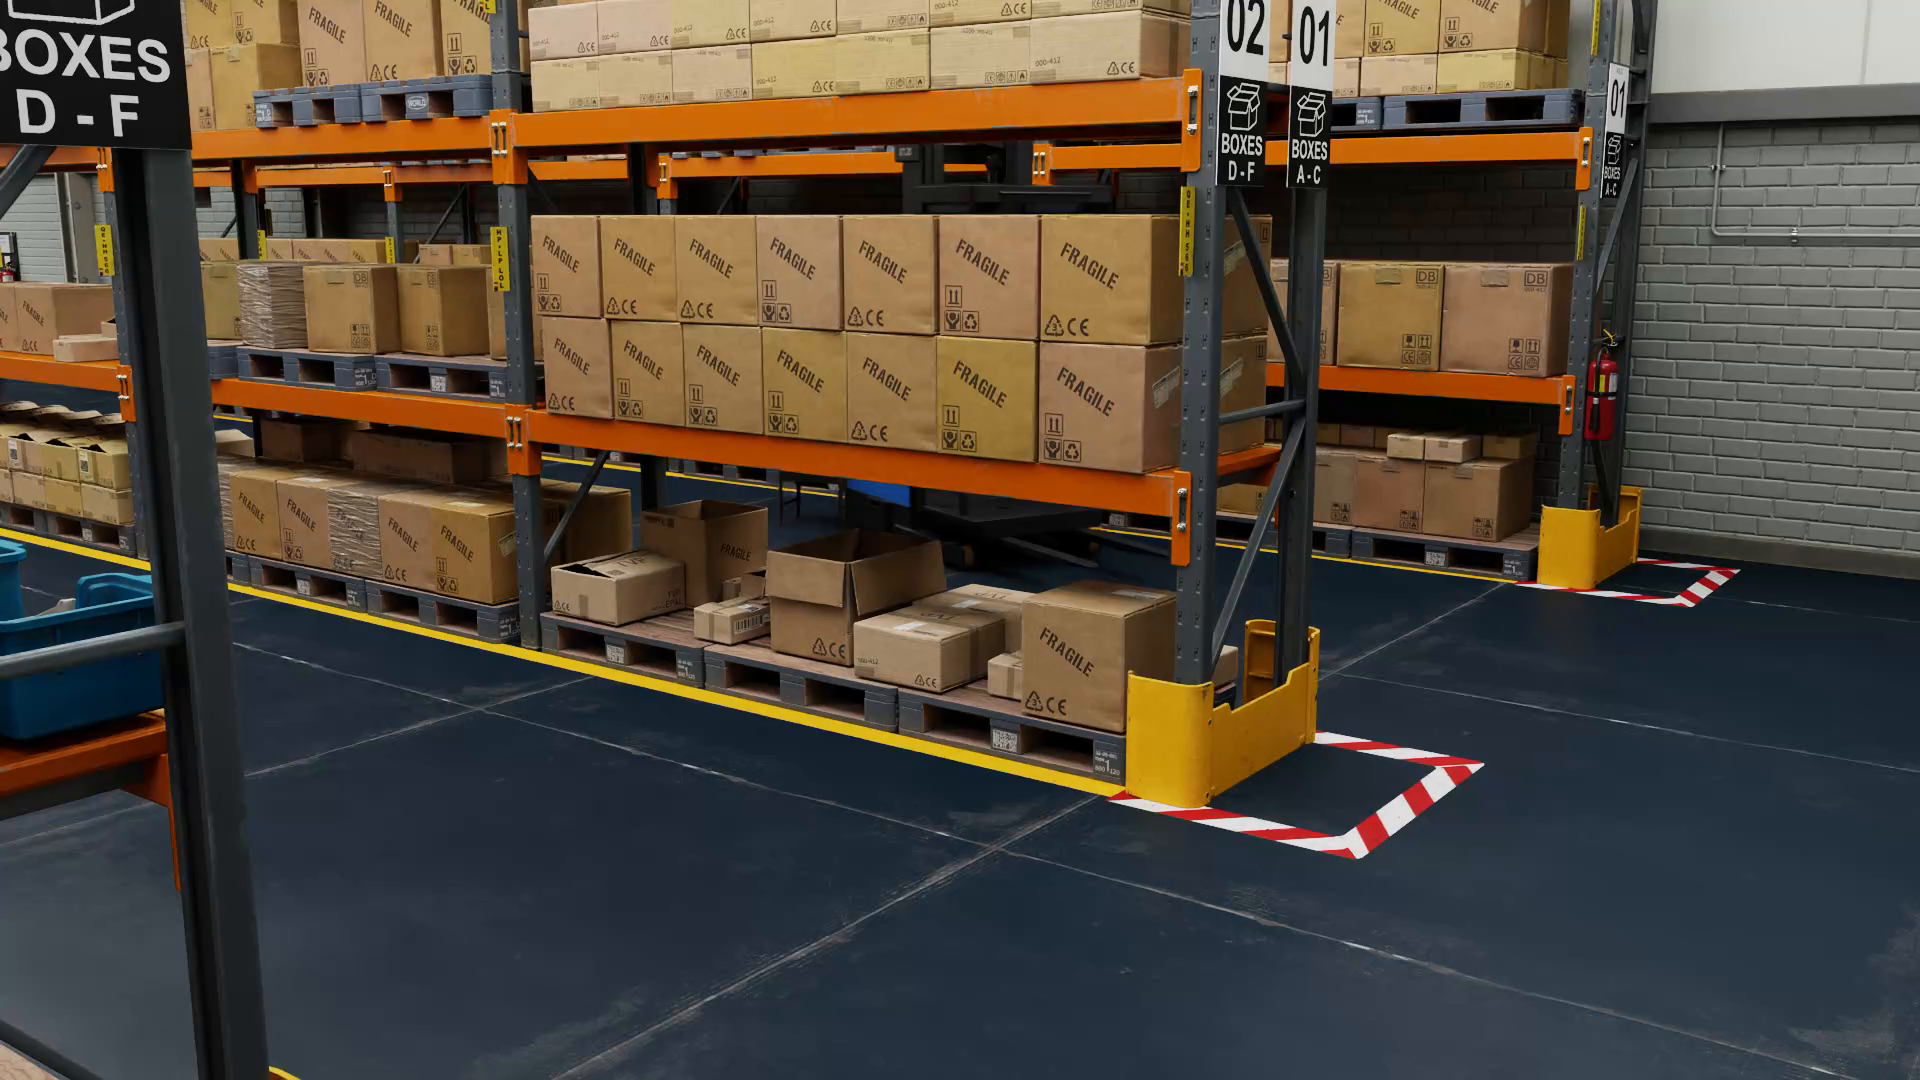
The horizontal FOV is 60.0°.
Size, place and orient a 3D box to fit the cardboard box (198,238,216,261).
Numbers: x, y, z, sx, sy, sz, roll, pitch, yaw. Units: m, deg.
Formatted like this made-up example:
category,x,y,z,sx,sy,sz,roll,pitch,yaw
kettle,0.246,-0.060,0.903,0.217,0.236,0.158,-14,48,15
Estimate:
category,x,y,z,sx,sy,sz,roll,pitch,yaw
cardboard box,-8.570,-3.271,19.406,0.500,0.500,0.500,8,14,36

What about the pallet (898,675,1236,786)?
category,x,y,z,sx,sy,sz,roll,pitch,yaw
pallet,0.486,0.763,7.531,1.213,0.211,1.003,8,13,36

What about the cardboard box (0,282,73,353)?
category,x,y,z,sx,sy,sz,roll,pitch,yaw
cardboard box,-7.044,-1.702,12.667,0.500,0.500,0.500,8,14,36

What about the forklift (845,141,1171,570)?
category,x,y,z,sx,sy,sz,roll,pitch,yaw
forklift,0.317,-1.336,11.221,1.130,2.935,3.031,-6,13,-30

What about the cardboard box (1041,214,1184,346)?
category,x,y,z,sx,sy,sz,roll,pitch,yaw
cardboard box,0.669,-1.056,6.696,0.500,0.500,0.500,8,13,35

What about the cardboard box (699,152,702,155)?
category,x,y,z,sx,sy,sz,roll,pitch,yaw
cardboard box,-2.773,-3.814,15.635,0.500,0.500,0.500,8,14,36

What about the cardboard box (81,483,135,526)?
category,x,y,z,sx,sy,sz,roll,pitch,yaw
cardboard box,-5.826,-0.286,11.743,0.500,0.250,0.500,8,14,37

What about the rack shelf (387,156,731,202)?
category,x,y,z,sx,sy,sz,roll,pitch,yaw
rack shelf,-3.940,-3.511,16.277,4.000,0.370,1.077,8,13,36

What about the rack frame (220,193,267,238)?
category,x,y,z,sx,sy,sz,roll,pitch,yaw
rack frame,-8.776,-3.066,19.980,0.127,3.000,1.000,8,13,36

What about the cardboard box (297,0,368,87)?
category,x,y,z,sx,sy,sz,roll,pitch,yaw
cardboard box,-3.473,-2.952,9.864,0.600,0.600,0.600,7,13,33

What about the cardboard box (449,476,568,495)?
category,x,y,z,sx,sy,sz,roll,pitch,yaw
cardboard box,-2.716,-0.097,10.055,0.500,0.500,0.500,8,14,36

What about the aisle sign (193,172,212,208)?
category,x,y,z,sx,sy,sz,roll,pitch,yaw
aisle sign,-9.012,-4.304,19.538,0.004,0.787,0.394,8,13,36

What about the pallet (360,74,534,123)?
category,x,y,z,sx,sy,sz,roll,pitch,yaw
pallet,-2.518,-2.422,9.252,1.003,0.211,1.213,8,13,36

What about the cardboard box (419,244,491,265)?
category,x,y,z,sx,sy,sz,roll,pitch,yaw
cardboard box,-5.162,-2.819,17.281,0.500,0.500,0.700,8,14,36

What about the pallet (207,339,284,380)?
category,x,y,z,sx,sy,sz,roll,pitch,yaw
pallet,-4.670,-1.248,11.089,1.003,0.211,1.213,8,13,36

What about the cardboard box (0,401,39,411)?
category,x,y,z,sx,sy,sz,roll,pitch,yaw
cardboard box,-7.985,-0.987,13.893,0.500,0.311,0.500,8,13,36

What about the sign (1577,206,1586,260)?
category,x,y,z,sx,sy,sz,roll,pitch,yaw
sign,3.787,-1.870,10.128,0.005,0.325,0.100,8,13,36

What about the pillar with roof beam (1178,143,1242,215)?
category,x,y,z,sx,sy,sz,roll,pitch,yaw
pillar with roof beam,-0.576,-4.057,9.308,0.400,9.000,9.100,8,13,36

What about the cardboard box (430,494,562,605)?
category,x,y,z,sx,sy,sz,roll,pitch,yaw
cardboard box,-2.601,0.042,9.340,0.500,0.500,0.500,8,13,35

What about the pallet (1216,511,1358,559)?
category,x,y,z,sx,sy,sz,roll,pitch,yaw
pallet,2.450,-0.113,12.059,1.213,0.211,1.003,8,13,36

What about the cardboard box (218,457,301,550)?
category,x,y,z,sx,sy,sz,roll,pitch,yaw
cardboard box,-4.634,-0.244,10.814,0.500,0.500,0.500,7,13,33

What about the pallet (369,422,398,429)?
category,x,y,z,sx,sy,sz,roll,pitch,yaw
pallet,-6.115,-1.317,18.283,1.213,0.211,1.003,8,13,36

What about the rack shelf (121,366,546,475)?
category,x,y,z,sx,sy,sz,roll,pitch,yaw
rack shelf,-3.646,-0.830,10.315,4.000,0.370,1.077,8,13,36

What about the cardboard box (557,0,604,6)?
category,x,y,z,sx,sy,sz,roll,pitch,yaw
cardboard box,-1.619,-2.922,8.442,0.500,0.500,0.700,8,13,36

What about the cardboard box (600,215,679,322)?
category,x,y,z,sx,sy,sz,roll,pitch,yaw
cardboard box,-1.404,-1.344,8.184,0.500,0.500,0.500,7,13,34

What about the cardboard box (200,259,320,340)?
category,x,y,z,sx,sy,sz,roll,pitch,yaw
cardboard box,-4.683,-1.609,11.083,0.500,0.500,0.700,3,11,17

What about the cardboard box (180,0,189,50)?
category,x,y,z,sx,sy,sz,roll,pitch,yaw
cardboard box,-4.910,-3.370,10.761,0.500,0.500,0.500,8,13,36

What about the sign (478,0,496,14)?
category,x,y,z,sx,sy,sz,roll,pitch,yaw
sign,-2.359,-2.793,8.272,0.005,0.325,0.100,8,13,36

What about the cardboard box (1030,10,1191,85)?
category,x,y,z,sx,sy,sz,roll,pitch,yaw
cardboard box,0.620,-1.925,6.579,0.500,0.250,0.500,8,13,36

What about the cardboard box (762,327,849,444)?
category,x,y,z,sx,sy,sz,roll,pitch,yaw
cardboard box,-0.557,-0.737,7.681,0.500,0.500,0.500,8,13,35

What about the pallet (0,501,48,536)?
category,x,y,z,sx,sy,sz,roll,pitch,yaw
pallet,-6.877,-0.274,12.892,1.213,0.211,1.003,8,13,36

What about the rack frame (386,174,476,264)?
category,x,y,z,sx,sy,sz,roll,pitch,yaw
rack frame,-5.552,-2.616,17.655,0.127,3.000,1.000,8,13,36

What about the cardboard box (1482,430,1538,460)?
category,x,y,z,sx,sy,sz,roll,pitch,yaw
cardboard box,3.715,-0.644,11.231,0.250,0.149,0.380,8,14,36

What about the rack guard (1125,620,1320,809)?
category,x,y,z,sx,sy,sz,roll,pitch,yaw
rack guard,1.129,0.710,7.041,0.348,0.500,1.175,8,13,36

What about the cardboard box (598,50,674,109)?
category,x,y,z,sx,sy,sz,roll,pitch,yaw
cardboard box,-1.387,-2.208,8.041,0.500,0.250,0.500,8,13,36

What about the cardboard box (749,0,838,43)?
category,x,y,z,sx,sy,sz,roll,pitch,yaw
cardboard box,-0.585,-2.340,7.408,0.500,0.250,0.500,8,13,36

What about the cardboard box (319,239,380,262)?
category,x,y,z,sx,sy,sz,roll,pitch,yaw
cardboard box,-6.522,-2.982,17.912,0.500,0.500,0.500,8,13,35

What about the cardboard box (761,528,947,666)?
category,x,y,z,sx,sy,sz,roll,pitch,yaw
cardboard box,-0.516,0.262,8.192,0.637,0.503,0.797,8,13,36

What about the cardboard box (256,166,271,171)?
category,x,y,z,sx,sy,sz,roll,pitch,yaw
cardboard box,-7.822,-4.398,18.653,0.500,0.500,0.500,9,14,38

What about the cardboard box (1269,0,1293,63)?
category,x,y,z,sx,sy,sz,roll,pitch,yaw
cardboard box,2.124,-3.505,11.402,0.500,0.500,0.500,8,14,36

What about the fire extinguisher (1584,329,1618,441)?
category,x,y,z,sx,sy,sz,roll,pitch,yaw
fire extinguisher,3.968,-0.958,10.272,0.183,0.674,0.296,8,13,36

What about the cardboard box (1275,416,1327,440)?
category,x,y,z,sx,sy,sz,roll,pitch,yaw
cardboard box,2.489,-0.815,12.114,0.250,0.149,0.380,8,13,35

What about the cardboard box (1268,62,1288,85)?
category,x,y,z,sx,sy,sz,roll,pitch,yaw
cardboard box,2.117,-3.137,11.476,0.500,0.250,0.500,7,13,34

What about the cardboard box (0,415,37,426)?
category,x,y,z,sx,sy,sz,roll,pitch,yaw
cardboard box,-7.478,-0.789,12.869,0.500,0.311,0.500,7,13,34

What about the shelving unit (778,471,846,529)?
category,x,y,z,sx,sy,sz,roll,pitch,yaw
shelving unit,-1.075,-1.167,12.533,0.503,2.100,0.431,3,11,16

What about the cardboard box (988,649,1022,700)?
category,x,y,z,sx,sy,sz,roll,pitch,yaw
cardboard box,0.333,0.584,7.415,0.250,0.166,0.380,8,13,36

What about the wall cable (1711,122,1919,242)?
category,x,y,z,sx,sy,sz,roll,pitch,yaw
wall cable,5.712,-1.767,10.590,1.851,1.984,0.084,8,13,36
